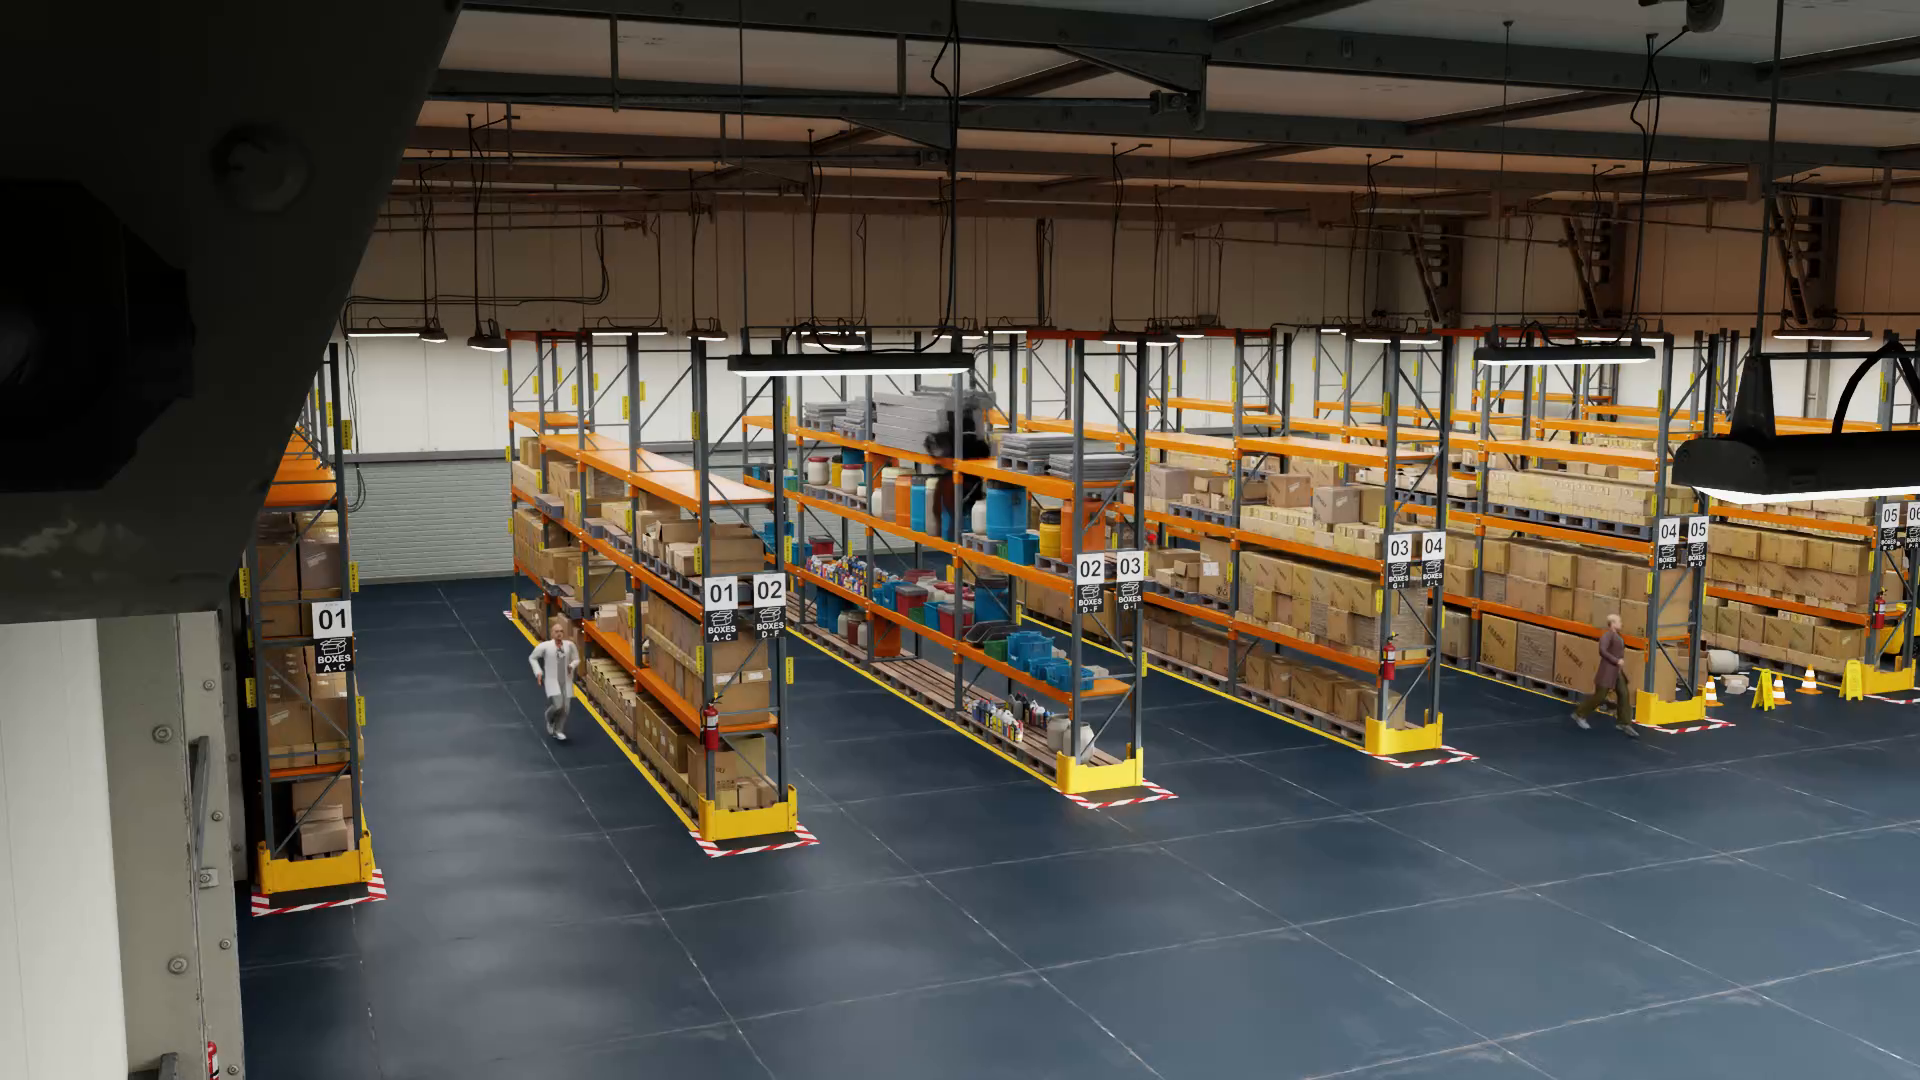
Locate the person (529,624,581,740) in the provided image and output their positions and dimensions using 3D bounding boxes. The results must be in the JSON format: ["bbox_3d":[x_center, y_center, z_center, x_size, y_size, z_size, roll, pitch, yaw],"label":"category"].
[{"bbox_3d":[-5.956,2.119,24.695,0.714,1.736,0.616,-5,9,-34],"label":"person"}]

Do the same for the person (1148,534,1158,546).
[{"bbox_3d":[3.987,0.738,34.782,0.666,1.751,0.596,-3,8,-24],"label":"person"}]

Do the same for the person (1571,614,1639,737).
[{"bbox_3d":[9.912,2.032,25.283,0.995,1.780,0.763,7,10,40],"label":"person"}]

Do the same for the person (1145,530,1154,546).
[{"bbox_3d":[4.049,0.608,35.772,0.589,1.693,0.930,-5,9,-31],"label":"person"}]
